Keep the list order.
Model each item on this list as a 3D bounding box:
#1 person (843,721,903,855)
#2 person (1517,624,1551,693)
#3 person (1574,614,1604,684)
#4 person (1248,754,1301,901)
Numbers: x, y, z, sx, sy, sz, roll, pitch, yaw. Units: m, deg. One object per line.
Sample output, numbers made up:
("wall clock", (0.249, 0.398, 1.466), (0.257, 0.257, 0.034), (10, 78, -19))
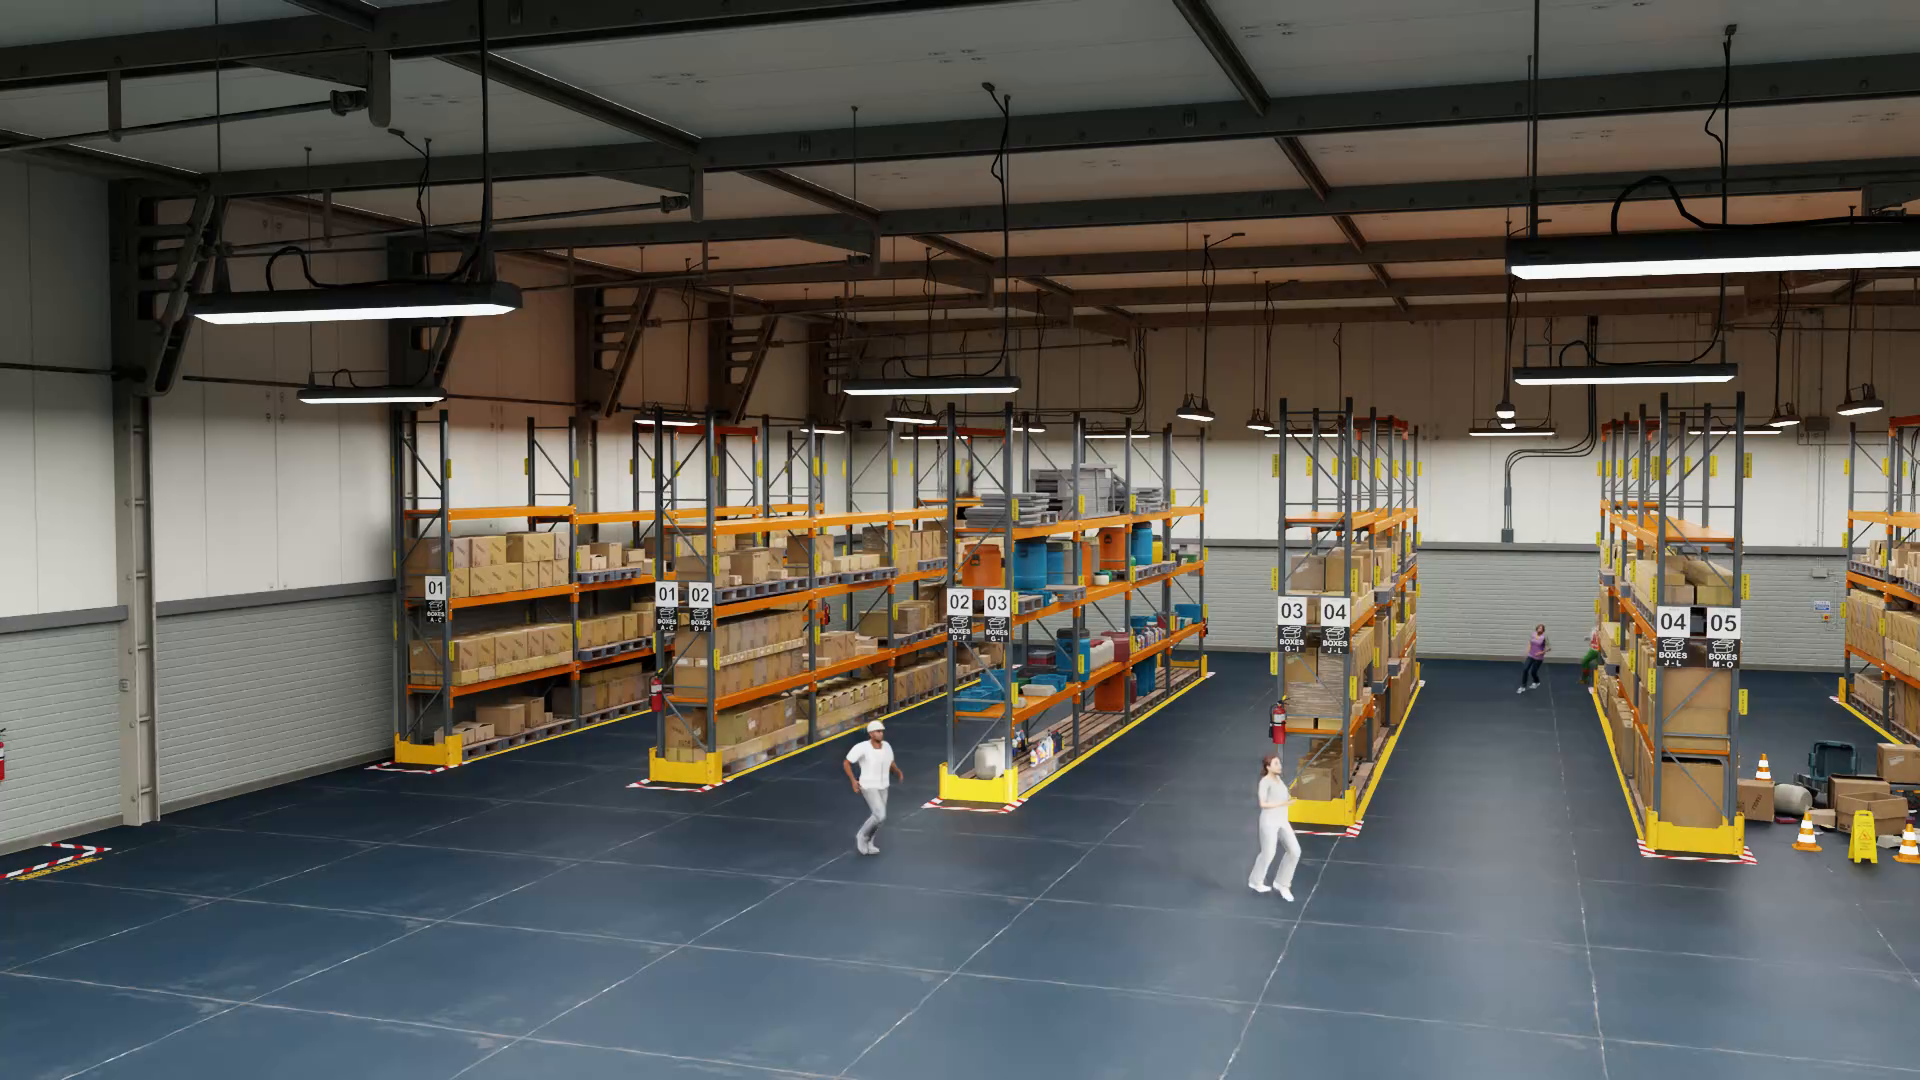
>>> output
("person", (-1.067, 3.203, 21.513), (0.612, 1.730, 0.704), (2, 3, 44))
("person", (12.929, 2.648, 37.241), (0.744, 1.558, 0.629), (-2, 3, -44))
("person", (14.665, 2.499, 38.461), (0.875, 1.729, 0.806), (1, 3, 30))
("person", (3.663, 3.336, 19.359), (0.544, 1.705, 0.691), (-2, 3, -40))
